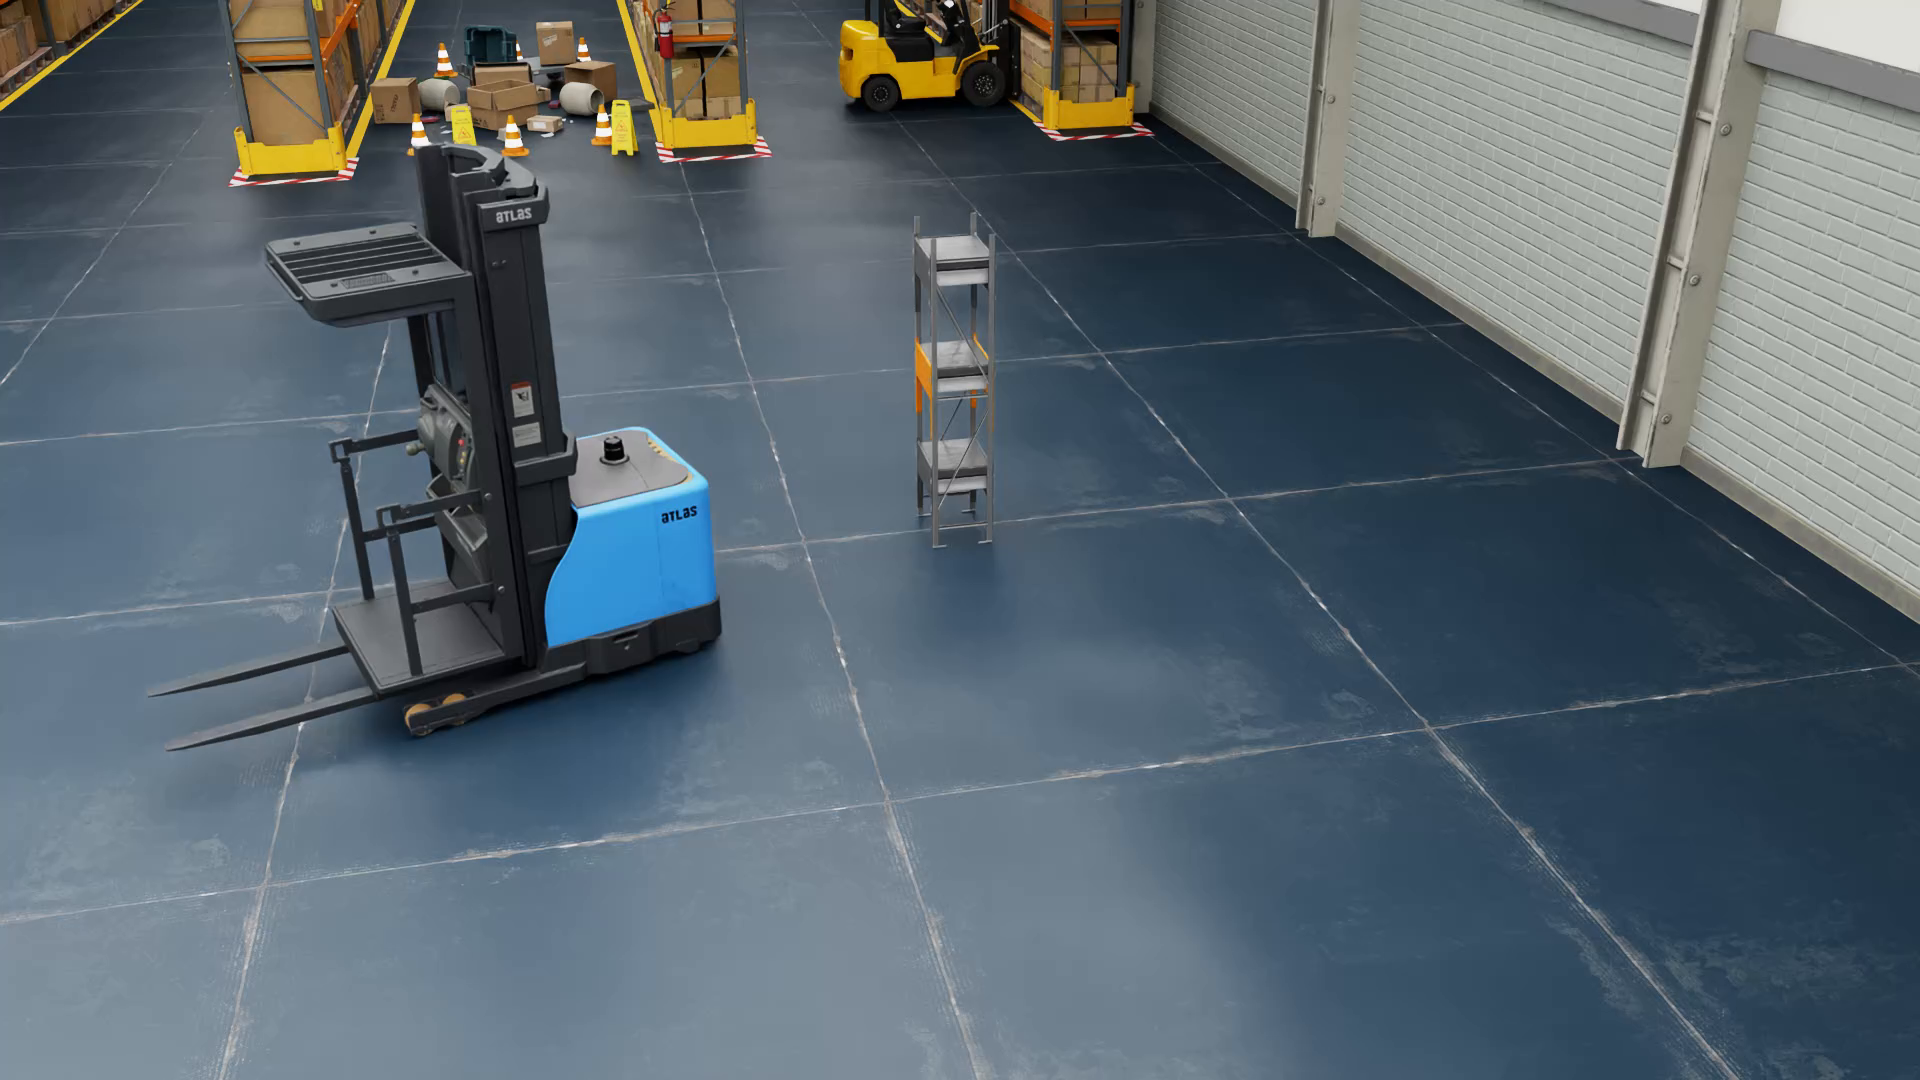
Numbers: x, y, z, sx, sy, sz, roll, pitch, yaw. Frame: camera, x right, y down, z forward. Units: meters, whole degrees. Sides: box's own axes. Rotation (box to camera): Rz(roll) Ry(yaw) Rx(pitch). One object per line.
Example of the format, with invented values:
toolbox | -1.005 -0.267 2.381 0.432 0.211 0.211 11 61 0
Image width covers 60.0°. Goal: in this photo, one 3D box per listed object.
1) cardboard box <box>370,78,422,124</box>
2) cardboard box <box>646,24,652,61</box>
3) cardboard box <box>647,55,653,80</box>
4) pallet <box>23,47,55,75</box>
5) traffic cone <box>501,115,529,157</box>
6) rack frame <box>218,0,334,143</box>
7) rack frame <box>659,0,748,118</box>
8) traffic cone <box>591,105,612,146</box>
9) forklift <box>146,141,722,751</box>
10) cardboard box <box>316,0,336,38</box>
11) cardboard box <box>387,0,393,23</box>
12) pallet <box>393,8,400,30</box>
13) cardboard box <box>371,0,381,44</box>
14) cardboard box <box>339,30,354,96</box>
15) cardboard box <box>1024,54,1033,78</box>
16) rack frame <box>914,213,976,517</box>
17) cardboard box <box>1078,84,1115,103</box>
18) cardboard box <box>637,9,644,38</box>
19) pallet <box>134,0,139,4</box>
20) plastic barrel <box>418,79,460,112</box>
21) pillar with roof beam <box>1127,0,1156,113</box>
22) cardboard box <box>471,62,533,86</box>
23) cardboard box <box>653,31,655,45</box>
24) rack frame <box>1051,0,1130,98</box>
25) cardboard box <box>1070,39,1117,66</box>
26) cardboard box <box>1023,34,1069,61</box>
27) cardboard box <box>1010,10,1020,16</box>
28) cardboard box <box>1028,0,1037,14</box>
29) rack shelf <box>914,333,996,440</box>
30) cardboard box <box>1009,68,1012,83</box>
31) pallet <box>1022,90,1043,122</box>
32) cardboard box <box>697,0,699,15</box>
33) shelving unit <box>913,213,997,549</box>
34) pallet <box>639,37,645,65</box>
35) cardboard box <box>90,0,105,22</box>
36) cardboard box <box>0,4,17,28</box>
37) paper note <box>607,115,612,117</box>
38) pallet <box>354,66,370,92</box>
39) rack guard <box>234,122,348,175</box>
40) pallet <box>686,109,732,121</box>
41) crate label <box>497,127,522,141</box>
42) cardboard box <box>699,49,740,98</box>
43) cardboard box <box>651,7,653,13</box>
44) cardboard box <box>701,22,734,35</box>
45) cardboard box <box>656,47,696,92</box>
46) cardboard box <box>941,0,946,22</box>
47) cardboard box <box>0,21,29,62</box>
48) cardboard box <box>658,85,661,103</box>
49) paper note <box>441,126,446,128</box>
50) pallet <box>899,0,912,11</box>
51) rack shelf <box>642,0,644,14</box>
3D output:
cardboard box | -7.500 -5.848 22.124 0.500 0.500 0.500 -1 27 -3
cardboard box | -4.180 -7.095 23.578 0.500 0.500 0.500 -5 27 -9
cardboard box | -4.180 -6.760 23.746 0.500 0.250 0.500 -7 28 -14
pallet | -14.432 -7.248 25.223 1.003 0.211 1.213 -6 27 -12
traffic cone | -5.507 -4.994 20.477 0.336 0.463 0.334 -6 27 -12
rack frame | -7.948 -5.784 19.226 1.000 3.000 0.127 -6 27 -12
rack frame | -3.148 -6.331 20.310 1.000 3.000 0.127 -6 27 -12
traffic cone | -4.502 -5.256 20.996 0.336 0.463 0.334 -6 27 -12
forklift | -2.936 -0.523 8.881 3.031 2.935 1.130 -16 31 -28
cardboard box | -8.225 -6.507 20.492 0.875 0.550 0.550 -6 27 -12
cardboard box | -9.779 -8.924 27.756 0.500 0.500 0.500 -6 27 -11
pallet | -10.197 -8.928 28.552 1.003 0.211 1.213 -6 27 -12
cardboard box | -9.702 -8.202 26.049 1.050 0.750 0.750 -6 27 -12
cardboard box | -8.776 -6.495 22.528 0.875 0.875 0.875 -6 27 -11
cardboard box | 1.170 -6.423 22.523 0.500 0.250 0.500 -6 27 -12
rack frame | -0.092 -1.117 10.980 0.400 2.100 0.015 -6 27 -12
cardboard box | 1.767 -6.032 22.303 0.500 0.250 0.500 -6 27 -11
cardboard box | -4.660 -8.285 26.632 0.950 0.372 0.625 -6 27 -13
pallet | -15.881 -10.226 31.122 1.003 0.211 1.213 -6 27 -12
plastic barrel | -7.100 -6.047 22.608 0.512 0.421 0.421 13 30 24
pillar with roof beam | -1.786 -9.475 19.881 9.100 9.000 0.400 -6 27 -12
cardboard box | -6.230 -6.200 22.672 0.797 0.637 0.503 -6 27 -12
cardboard box | -3.843 -6.621 21.919 0.380 0.149 0.250 -5 27 -9
rack frame | 1.687 -6.836 21.312 1.000 3.000 0.127 -6 27 -12
cardboard box | 1.763 -6.473 22.068 0.500 0.250 0.500 -6 27 -12
cardboard box | 1.158 -6.637 22.392 0.500 0.250 0.500 -5 27 -11
cardboard box | 0.694 -7.529 24.160 0.500 0.250 0.500 -6 27 -12
cardboard box | 1.212 -7.299 22.118 0.500 0.500 0.500 -5 27 -10
rack shelf | -0.037 -0.998 10.773 0.431 0.518 0.480 -6 27 -12
cardboard box | 0.927 -6.636 23.500 0.500 0.250 0.500 -5 27 -10
pallet | 1.474 -5.923 22.597 1.003 0.211 1.213 -6 27 -12
cardboard box | -3.105 -6.971 21.138 0.500 0.500 0.500 -5 27 -10
shelving unit | -0.037 -1.010 10.767 0.431 2.100 0.503 -6 27 -12
pallet | -4.505 -7.720 26.157 1.003 0.211 1.213 -6 27 -12
cardboard box | -15.142 -9.160 27.808 1.225 0.875 0.875 -7 28 -13
cardboard box | -14.297 -7.729 24.533 0.500 0.250 0.500 -3 27 -6
paper note | -4.685 -5.729 22.412 0.142 0.019 0.148 -16 31 -29
pallet | -9.097 -6.626 23.990 1.003 0.211 1.213 -6 27 -12
rack guard | -7.943 -4.657 19.769 1.175 0.500 0.348 -6 27 -12
pallet | -3.314 -5.479 21.718 1.003 0.211 1.213 -6 27 -12
crate label | -5.745 -5.187 21.222 0.250 0.136 0.298 -23 35 -38
cardboard box | -3.067 -6.018 21.444 0.500 0.500 0.500 -7 28 -13
cardboard box | -3.928 -7.133 22.179 0.380 0.149 0.250 -6 27 -12
cardboard box | -3.023 -6.389 20.704 0.380 0.149 0.250 -6 27 -11
cardboard box | -3.704 -6.179 21.764 0.500 0.500 0.500 -5 27 -10
cardboard box | 0.166 -8.914 27.598 0.875 0.625 0.625 -5 27 -10
cardboard box | -14.298 -7.382 24.680 0.700 0.500 0.500 -8 28 -16
cardboard box | -3.702 -5.846 21.936 0.500 0.250 0.500 -6 27 -11
paper note | -6.785 -5.422 21.827 0.032 0.001 0.123 8 28 15
pallet | -0.519 -9.970 30.614 1.003 0.211 1.213 -6 27 -12
rack shelf | -4.501 -8.643 25.691 1.077 0.370 4.000 -6 27 -12
